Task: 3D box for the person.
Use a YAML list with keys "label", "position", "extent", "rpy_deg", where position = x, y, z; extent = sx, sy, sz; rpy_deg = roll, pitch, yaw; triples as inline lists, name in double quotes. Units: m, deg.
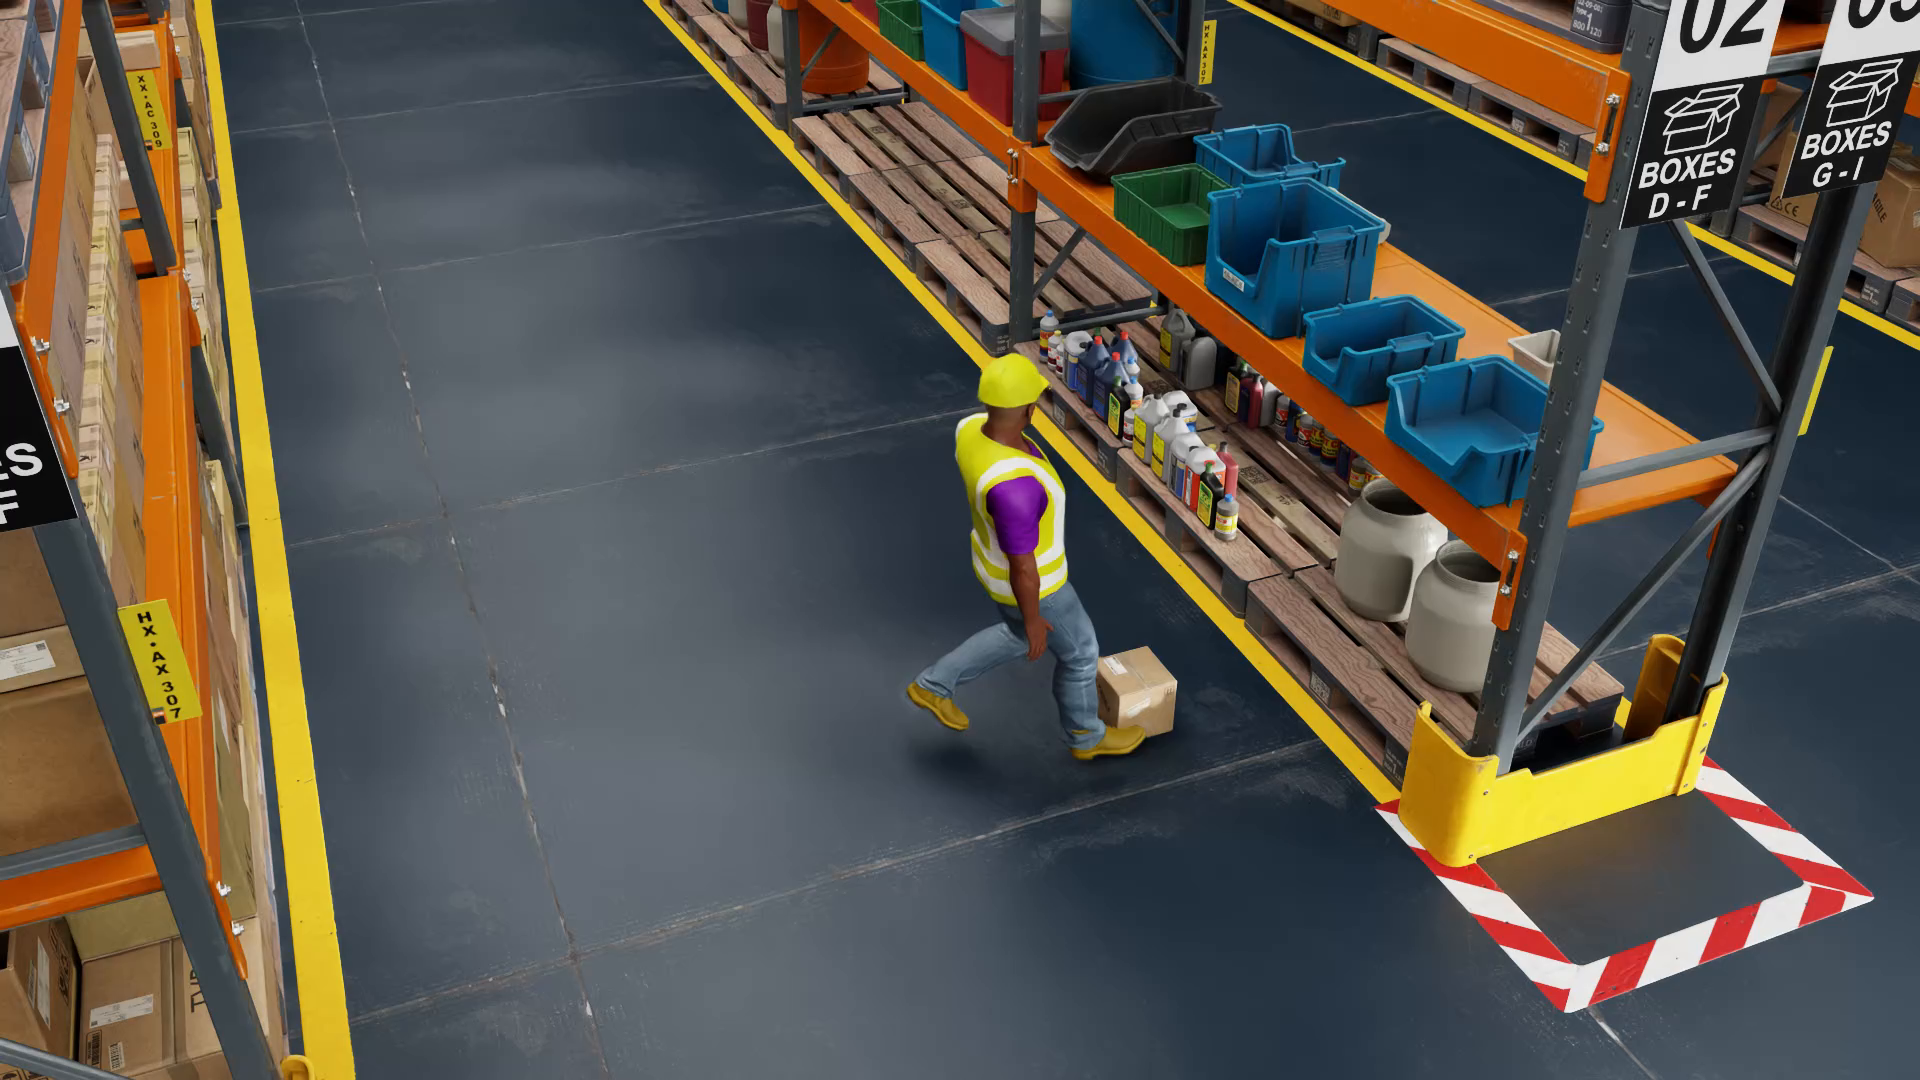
- label: "person"
  position: [0.277, 0.077, 6.014]
  extent: [0.673, 1.756, 0.594]
  rpy_deg: [-13, 35, -19]
